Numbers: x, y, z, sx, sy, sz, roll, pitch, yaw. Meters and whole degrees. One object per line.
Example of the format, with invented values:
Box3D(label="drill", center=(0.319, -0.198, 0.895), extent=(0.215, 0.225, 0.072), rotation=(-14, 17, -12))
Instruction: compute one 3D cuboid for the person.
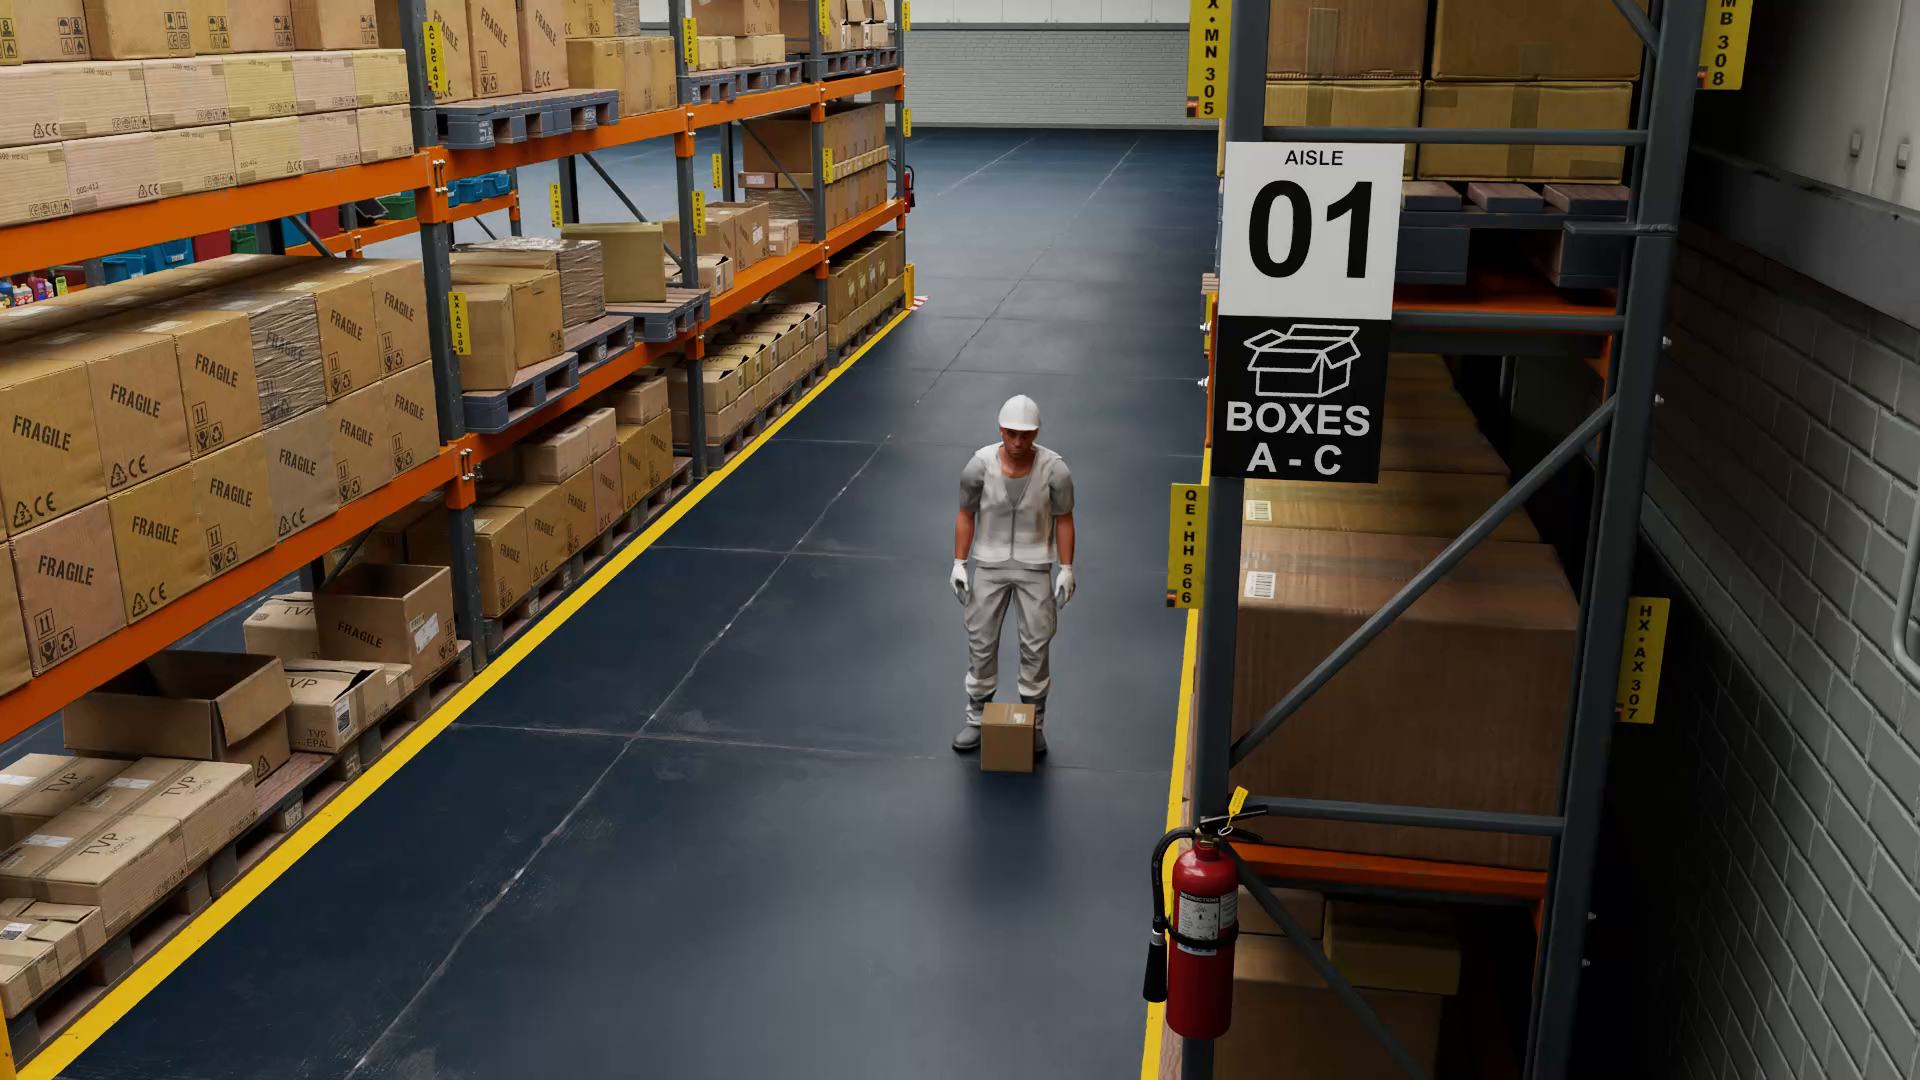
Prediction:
Box3D(label="person", center=(0.253, 0.160, 8.028), extent=(0.604, 1.777, 0.452), rotation=(2, 18, 6))
